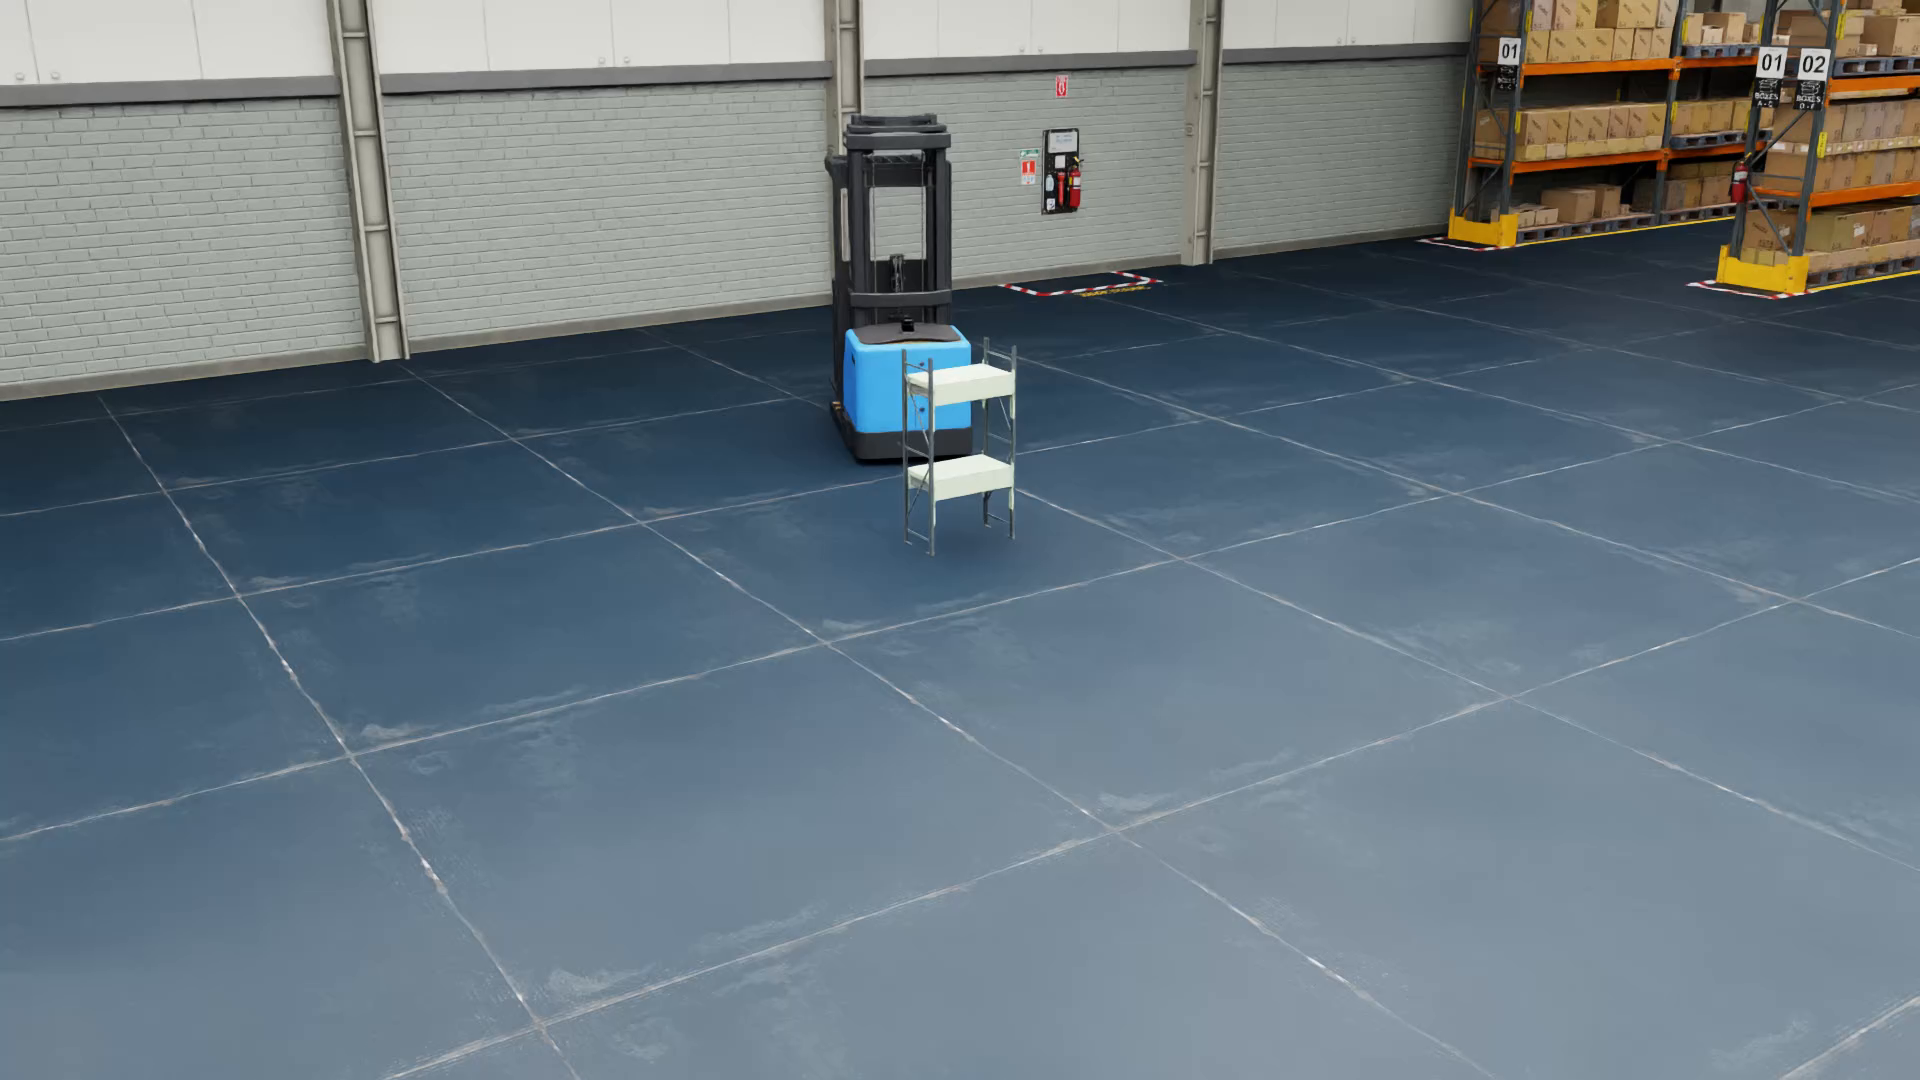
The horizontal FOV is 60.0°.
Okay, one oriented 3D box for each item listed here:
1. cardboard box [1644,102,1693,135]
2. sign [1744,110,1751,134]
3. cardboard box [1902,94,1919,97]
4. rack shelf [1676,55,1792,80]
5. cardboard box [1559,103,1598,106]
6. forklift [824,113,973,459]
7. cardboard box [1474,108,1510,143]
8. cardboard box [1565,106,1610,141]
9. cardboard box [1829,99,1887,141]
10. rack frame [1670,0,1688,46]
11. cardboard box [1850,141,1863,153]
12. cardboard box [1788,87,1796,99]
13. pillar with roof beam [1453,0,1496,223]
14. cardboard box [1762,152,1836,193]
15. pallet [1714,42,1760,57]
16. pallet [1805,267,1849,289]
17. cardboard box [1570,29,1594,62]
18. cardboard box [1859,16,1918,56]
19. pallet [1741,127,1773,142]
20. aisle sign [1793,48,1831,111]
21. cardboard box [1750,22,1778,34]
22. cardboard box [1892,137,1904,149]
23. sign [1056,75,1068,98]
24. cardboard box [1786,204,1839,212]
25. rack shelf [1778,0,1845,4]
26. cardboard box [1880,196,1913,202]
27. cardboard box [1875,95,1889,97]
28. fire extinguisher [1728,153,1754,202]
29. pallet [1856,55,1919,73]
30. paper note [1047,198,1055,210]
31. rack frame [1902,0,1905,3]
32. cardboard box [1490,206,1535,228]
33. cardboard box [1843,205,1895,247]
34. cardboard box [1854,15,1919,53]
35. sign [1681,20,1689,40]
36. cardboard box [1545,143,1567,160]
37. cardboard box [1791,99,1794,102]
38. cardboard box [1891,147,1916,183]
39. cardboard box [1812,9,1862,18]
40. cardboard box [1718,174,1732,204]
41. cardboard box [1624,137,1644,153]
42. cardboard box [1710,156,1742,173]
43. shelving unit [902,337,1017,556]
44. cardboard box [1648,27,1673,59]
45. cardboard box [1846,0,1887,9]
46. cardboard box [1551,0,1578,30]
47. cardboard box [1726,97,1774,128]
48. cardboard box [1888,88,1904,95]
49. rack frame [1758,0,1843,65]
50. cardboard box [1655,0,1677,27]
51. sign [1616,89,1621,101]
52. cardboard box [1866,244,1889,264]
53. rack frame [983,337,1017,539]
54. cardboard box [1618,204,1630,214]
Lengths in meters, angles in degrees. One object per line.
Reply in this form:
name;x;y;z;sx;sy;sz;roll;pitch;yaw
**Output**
cardboard box;12.242;-7.333;28.908;0.500;0.500;0.700;-12;22;-31
sign;10.898;-5.776;22.968;0.005;0.325;0.100;-12;22;-31
cardboard box;14.158;-6.254;24.379;0.500;0.500;0.700;-12;22;-31
rack shelf;13.468;-8.429;29.433;4.000;0.370;1.077;-12;22;-31
cardboard box;10.437;-7.087;28.056;0.500;0.500;0.500;-11;22;-30
forklift;-0.665;-2.532;15.657;1.130;2.935;3.031;-3;19;-10
cardboard box;8.734;-6.725;26.987;0.500;0.500;0.500;-12;22;-32
cardboard box;10.299;-6.857;27.376;0.500;0.500;0.500;-11;22;-30
cardboard box;12.483;-5.901;23.333;0.500;0.500;0.700;-12;22;-31
rack frame;11.798;-9.838;27.795;0.127;3.000;1.000;-12;22;-31
cardboard box;12.271;-5.468;23.067;0.250;0.149;0.380;-12;22;-32
cardboard box;15.684;-8.270;30.701;0.500;0.250;0.500;-11;22;-30
pillar with roof beam;10.934;-8.337;23.354;0.400;9.000;9.100;-12;22;-31
cardboard box;11.582;-5.094;22.972;0.500;0.500;0.700;-12;22;-31
pallet;13.237;-8.592;29.086;1.003;0.211;1.213;-12;22;-31
pallet;11.800;-3.793;23.633;1.213;0.211;1.003;-12;22;-31
cardboard box;9.774;-7.939;26.674;0.500;0.500;0.500;-11;21;-29
cardboard box;12.722;-6.921;22.818;0.500;0.500;0.500;-12;22;-31
pallet;14.602;-7.456;30.415;1.003;0.211;1.213;-12;22;-31
aisle sign;11.298;-6.106;22.062;0.004;0.787;0.394;-12;22;-31
cardboard box;14.411;-9.114;30.148;0.500;0.500;0.500;-12;22;-31
cardboard box;13.135;-5.651;23.607;0.250;0.149;0.380;-11;22;-30
sign;1.409;-6.288;23.041;0.199;0.298;0.001;-12;22;-31
cardboard box;12.296;-4.573;24.055;0.500;0.500;0.500;-12;22;-31
rack shelf;12.855;-7.632;23.015;4.000;0.370;1.077;-12;22;-31
cardboard box;13.966;-4.926;25.098;0.500;0.500;0.500;-12;22;-31
cardboard box;17.388;-8.276;31.889;0.500;0.500;0.500;-12;22;-31
fire extinguisher;10.831;-5.034;23.073;0.183;0.674;0.296;-12;22;-31
pallet;12.810;-6.680;23.276;1.213;0.211;1.003;-12;22;-31
paper note;1.284;-4.735;23.441;0.142;0.148;0.016;-12;22;-31
rack frame;18.479;-11.248;31.964;0.127;3.000;1.000;-12;22;-31
cardboard box;9.085;-5.324;27.322;0.500;0.311;0.500;-15;24;-37
cardboard box;13.009;-4.518;23.891;0.500;0.500;0.500;-12;22;-31
cardboard box;13.081;-7.151;23.494;0.637;0.503;0.797;-9;21;-25
sign;12.103;-8.519;27.768;0.005;0.325;0.100;-12;22;-31
cardboard box;9.465;-6.327;26.978;0.500;0.250;0.500;-13;22;-33
cardboard box;15.685;-7.916;30.824;0.500;0.500;0.500;-11;22;-30
cardboard box;13.300;-5.458;24.048;0.500;0.500;0.700;-12;22;-31
cardboard box;16.395;-9.680;31.167;0.500;0.500;0.700;-11;21;-29
cardboard box;13.672;-6.430;30.296;0.500;0.500;0.700;-12;22;-32
cardboard box;11.148;-6.685;28.037;0.500;0.250;0.500;-12;22;-31
cardboard box;14.056;-6.856;30.386;0.500;0.250;0.500;-11;22;-30
shelving unit;-0.006;-0.709;12.501;0.755;1.500;0.431;-12;22;-31
cardboard box;11.510;-8.319;27.797;0.500;0.500;0.500;-11;22;-30
cardboard box;17.220;-10.216;31.583;0.500;0.250;0.500;-13;22;-33
cardboard box;9.359;-8.321;26.242;0.500;0.500;0.500;-12;22;-32
cardboard box;14.300;-7.766;30.188;0.500;0.500;0.700;-14;23;-36
cardboard box;17.798;-8.720;32.033;0.500;0.250;0.500;-11;22;-30
rack frame;11.185;-7.810;21.794;0.127;3.000;1.000;-12;22;-31
cardboard box;11.529;-8.787;27.621;0.500;0.500;0.500;-14;23;-36
sign;11.490;-7.693;29.008;0.005;0.325;0.100;-12;22;-31
cardboard box;13.009;-4.163;24.012;0.500;0.250;0.500;-12;22;-31
rack frame;0.300;-0.774;12.692;0.023;1.500;0.400;-12;22;-31
cardboard box;11.368;-5.760;28.837;0.250;0.166;0.380;-16;24;-38
